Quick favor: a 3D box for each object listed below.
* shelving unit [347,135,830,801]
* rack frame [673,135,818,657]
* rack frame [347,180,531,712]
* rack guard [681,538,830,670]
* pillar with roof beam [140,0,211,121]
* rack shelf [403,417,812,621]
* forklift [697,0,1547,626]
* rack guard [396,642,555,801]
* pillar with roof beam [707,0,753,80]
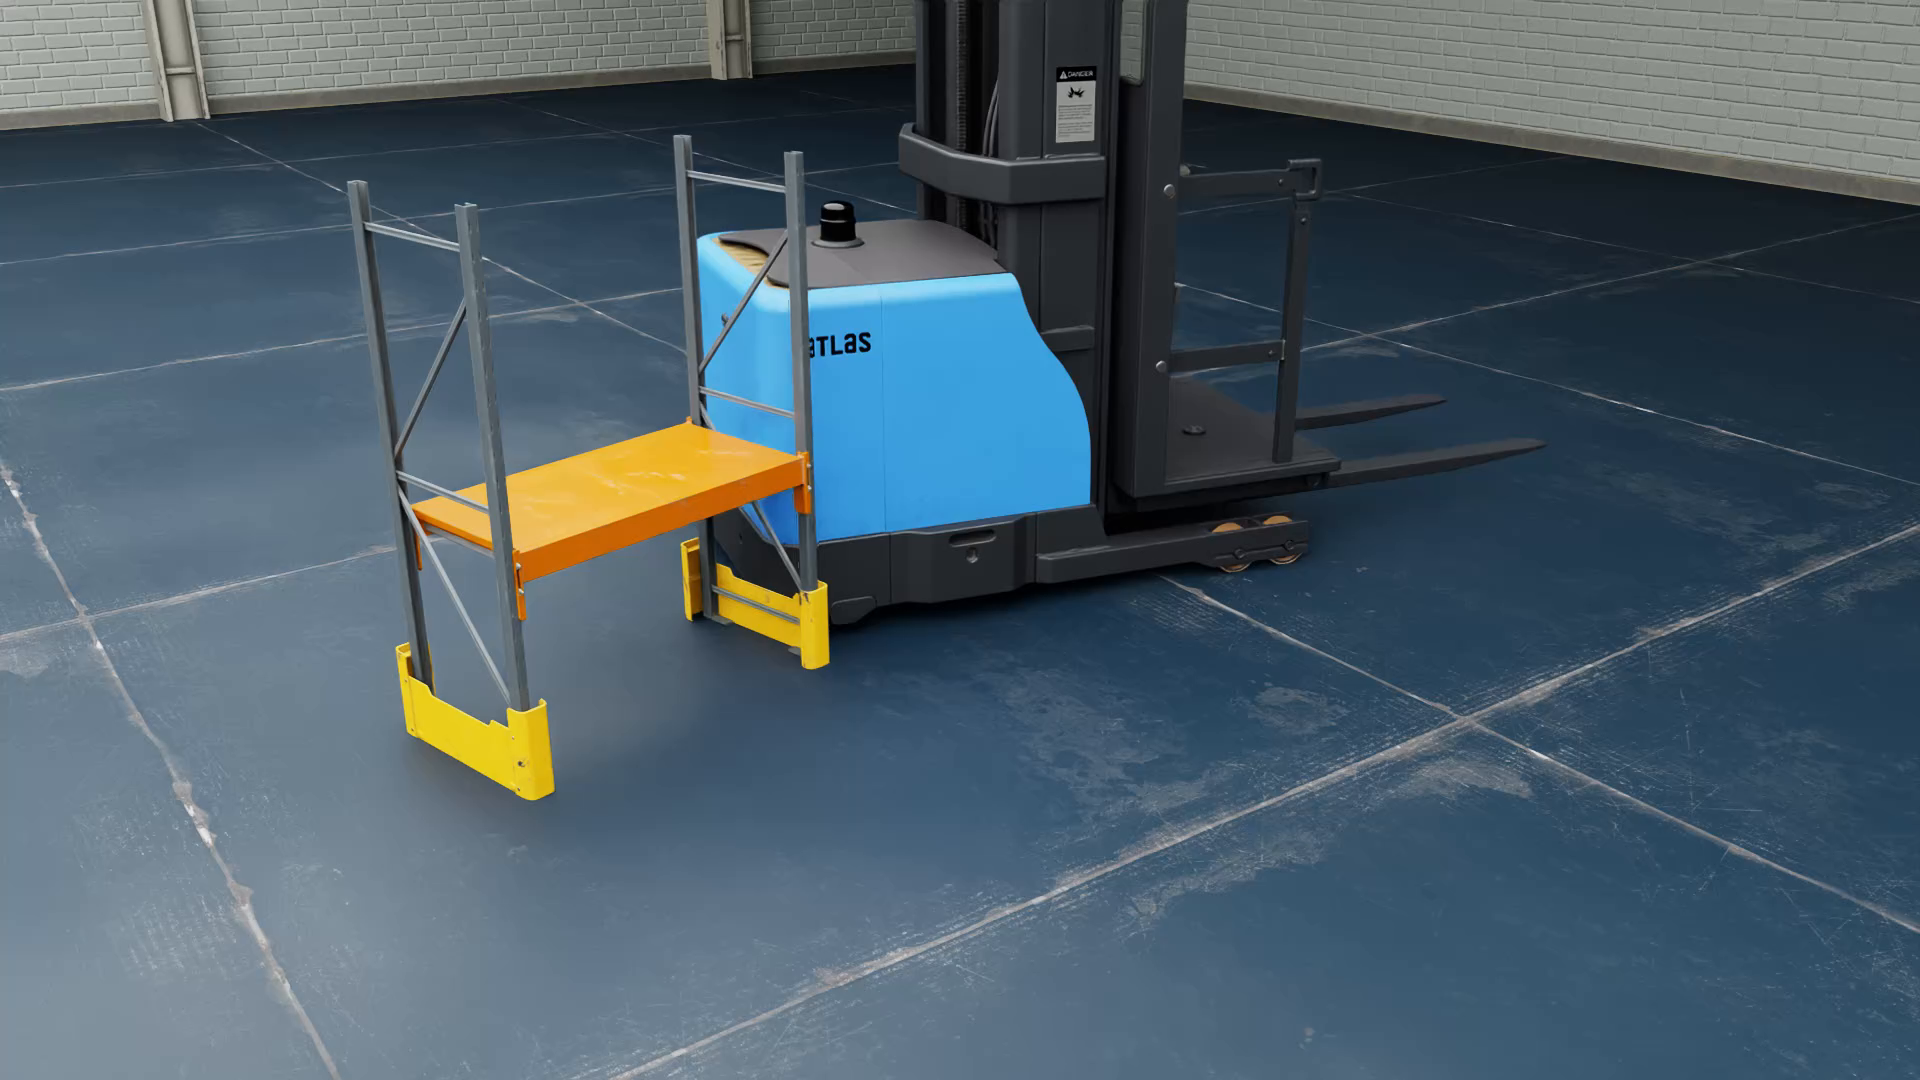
[{"bbox_3d":[-0.957,-0.252,4.504,0.587,1.500,1.083,18,28,37],"label":"shelving unit"},{"bbox_3d":[-0.618,-0.397,4.867,0.500,1.500,0.032,18,28,37],"label":"rack frame"},{"bbox_3d":[-1.284,-0.112,4.154,0.500,1.500,0.032,18,28,37],"label":"rack frame"},{"bbox_3d":[-0.631,0.189,5.085,0.587,0.250,0.087,18,28,37],"label":"rack guard"},{"bbox_3d":[-5.024,-6.992,11.276,0.400,9.000,9.100,-15,26,-33],"label":"pillar with roof beam"},{"bbox_3d":[-0.951,-0.088,4.577,0.538,0.185,1.000,18,28,37],"label":"rack shelf"},{"bbox_3d":[0.656,-1.424,5.511,3.031,2.935,1.130,-8,23,-20],"label":"forklift"},{"bbox_3d":[-1.283,0.468,4.386,0.587,0.250,0.087,18,28,37],"label":"rack guard"},{"bbox_3d":[-0.154,-8.290,14.530,0.400,9.000,9.100,-15,26,-33],"label":"pillar with roof beam"}]
